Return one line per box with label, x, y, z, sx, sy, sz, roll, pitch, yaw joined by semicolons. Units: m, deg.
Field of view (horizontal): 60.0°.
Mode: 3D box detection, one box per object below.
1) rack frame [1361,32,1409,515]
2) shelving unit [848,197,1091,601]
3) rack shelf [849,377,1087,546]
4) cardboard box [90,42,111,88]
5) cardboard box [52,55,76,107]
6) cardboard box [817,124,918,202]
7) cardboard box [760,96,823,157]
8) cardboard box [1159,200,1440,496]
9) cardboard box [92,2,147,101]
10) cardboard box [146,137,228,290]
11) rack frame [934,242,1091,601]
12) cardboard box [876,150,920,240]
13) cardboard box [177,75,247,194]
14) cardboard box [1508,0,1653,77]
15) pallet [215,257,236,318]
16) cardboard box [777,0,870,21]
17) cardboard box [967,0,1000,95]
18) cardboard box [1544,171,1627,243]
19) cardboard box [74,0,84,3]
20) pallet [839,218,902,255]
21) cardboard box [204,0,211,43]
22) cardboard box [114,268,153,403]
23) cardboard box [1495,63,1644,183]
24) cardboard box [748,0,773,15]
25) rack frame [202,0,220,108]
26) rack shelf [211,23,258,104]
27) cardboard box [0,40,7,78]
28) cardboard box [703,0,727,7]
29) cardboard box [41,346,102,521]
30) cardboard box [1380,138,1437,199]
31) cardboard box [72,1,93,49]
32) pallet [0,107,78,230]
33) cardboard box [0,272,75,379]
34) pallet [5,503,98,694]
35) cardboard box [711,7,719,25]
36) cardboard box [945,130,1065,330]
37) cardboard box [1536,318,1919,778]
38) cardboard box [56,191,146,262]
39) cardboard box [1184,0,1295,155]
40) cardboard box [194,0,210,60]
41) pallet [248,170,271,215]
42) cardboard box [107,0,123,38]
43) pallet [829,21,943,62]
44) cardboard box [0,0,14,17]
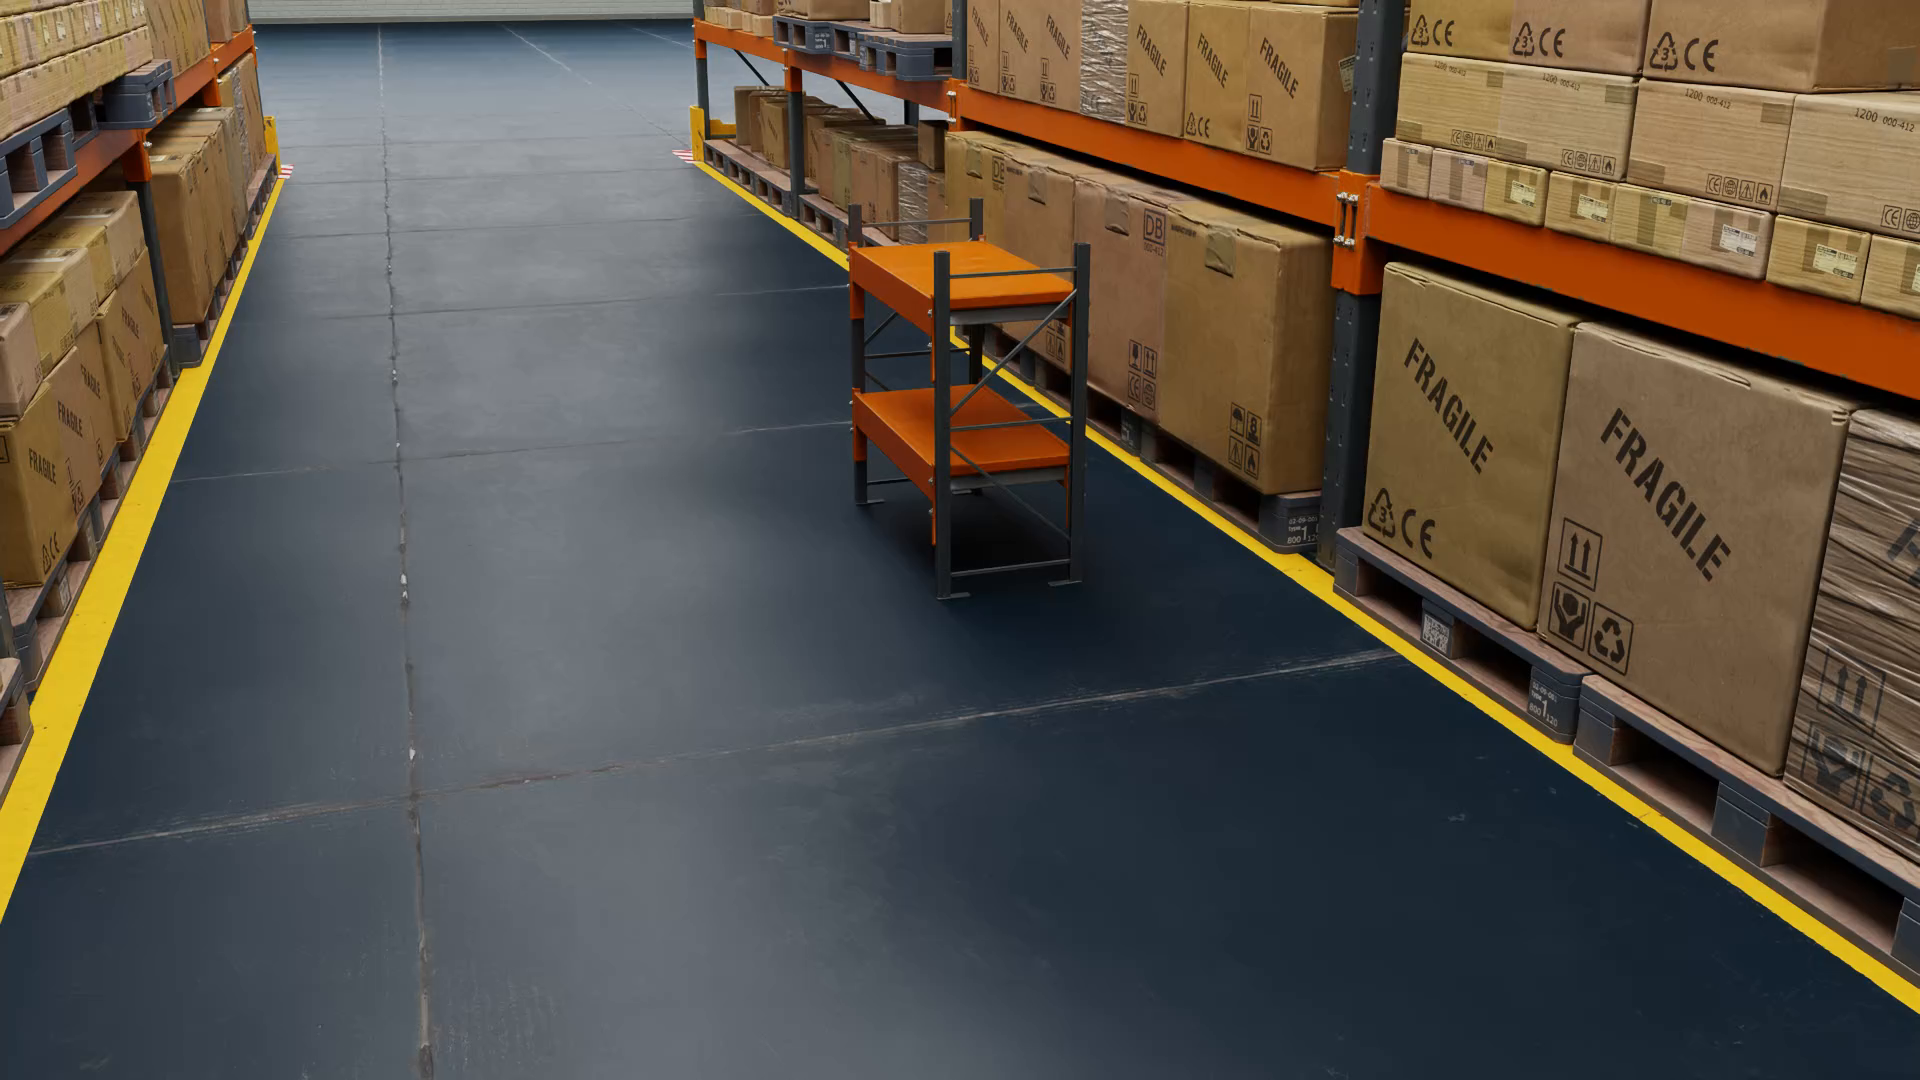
rack frame;1.705;-1.363;5.274;0.949;2.616;0.053;-6;21;-17
shelving unit;0.002;-0.527;5.720;0.538;1.125;1.048;-6;21;-17
rack shelf;0.002;-0.297;5.803;0.538;0.278;1.000;-6;21;-17
cardboard box;-3.300;-1.710;5.991;0.380;0.149;0.250;-6;21;-16
cardboard box;-3.045;-1.455;5.280;0.380;0.149;0.250;-7;21;-20
cardboard box;-0.634;-2.762;12.216;0.700;0.500;0.500;-8;21;-21
cardboard box;-1.484;-3.642;14.696;0.500;0.500;0.500;-4;20;-12
cardboard box;1.488;-0.764;6.129;1.225;0.875;0.875;-6;21;-17
cardboard box;-4.174;-2.372;7.936;0.500;0.500;0.500;-6;21;-17
cardboard box;-4.673;-1.776;9.132;1.050;0.750;0.750;-6;21;-16
rack frame;0.162;-0.364;5.266;0.500;1.125;0.032;-6;21;-17
cardboard box;-0.150;-2.248;10.786;0.700;0.500;0.500;-5;20;-13
cardboard box;-5.678;-2.843;11.916;0.875;0.875;0.875;-6;21;-16
cardboard box;1.764;-1.446;4.177;0.500;0.500;0.500;-6;21;-17
pallet;-4.845;-1.492;9.758;1.003;0.211;1.213;-6;21;-17
cardboard box;-0.689;-4.141;11.499;1.000;1.000;1.000;-6;21;-17
cardboard box;0.346;-2.509;8.317;0.500;0.500;0.500;-6;21;-16
cardboard box;1.736;-0.862;4.250;0.380;0.149;0.250;-7;21;-19
cardboard box;-3.215;-1.904;5.652;0.380;0.149;0.250;-6;21;-16
pallet;-0.173;-1.976;11.107;1.003;0.211;1.213;-6;21;-17
cardboard box;-5.868;-3.798;11.831;0.875;0.550;0.550;-6;21;-17
cardboard box;-3.675;-0.823;6.848;0.500;0.500;0.500;-6;20;-15
cardboard box;1.759;-1.094;4.307;0.500;0.250;0.500;-6;21;-17
cardboard box;-1.265;-4.583;13.650;0.875;0.500;0.500;-6;21;-17
rack frame;-5.547;-3.436;11.045;1.000;3.000;0.127;-6;21;-17
rack shelf;-6.175;-3.739;12.954;1.077;0.370;4.000;-6;21;-17
cardboard box;-2.719;-1.263;4.307;0.380;0.149;0.250;-6;21;-16
cardboard box;-1.917;-5.222;15.429;0.875;0.500;0.500;-6;21;-17
cardboard box;-3.180;-0.325;5.460;0.500;0.500;0.500;-5;20;-15
cardboard box;1.486;-1.115;4.955;0.380;0.149;0.250;-6;21;-17
cardboard box;-3.213;-1.765;5.704;0.380;0.149;0.250;-7;21;-18
pallet;-3.134;-1.039;4.656;1.003;0.211;1.213;-6;21;-17
cardboard box;-3.183;-0.679;5.336;0.500;0.250;0.500;-6;21;-16
pallet;-3.278;0.194;5.064;1.003;0.211;1.213;-6;21;-17
cardboard box;-2.075;-4.815;15.257;0.380;0.149;0.250;-6;21;-17
cardboard box;0.648;-1.621;8.514;1.225;0.875;0.875;-7;21;-20
cardboard box;2.123;-0.052;4.146;0.875;0.875;0.875;-6;21;-17
cardboard box;-3.825;-1.335;7.163;0.500;0.250;0.500;-7;21;-18
cardboard box;1.153;-1.691;6.039;0.500;0.500;0.500;-6;21;-16
cardboard box;-5.129;-3.344;10.641;0.500;0.500;0.500;-7;21;-18
pallet;-6.098;-2.768;13.311;1.003;0.211;1.213;-6;21;-17
cardboard box;-3.453;-2.012;6.390;0.380;0.149;0.250;-6;21;-17
pallet;-0.210;-3.188;10.637;1.003;0.211;1.213;-6;21;-17
cardboard box;-2.813;-1.492;4.504;0.380;0.149;0.250;-6;21;-16
